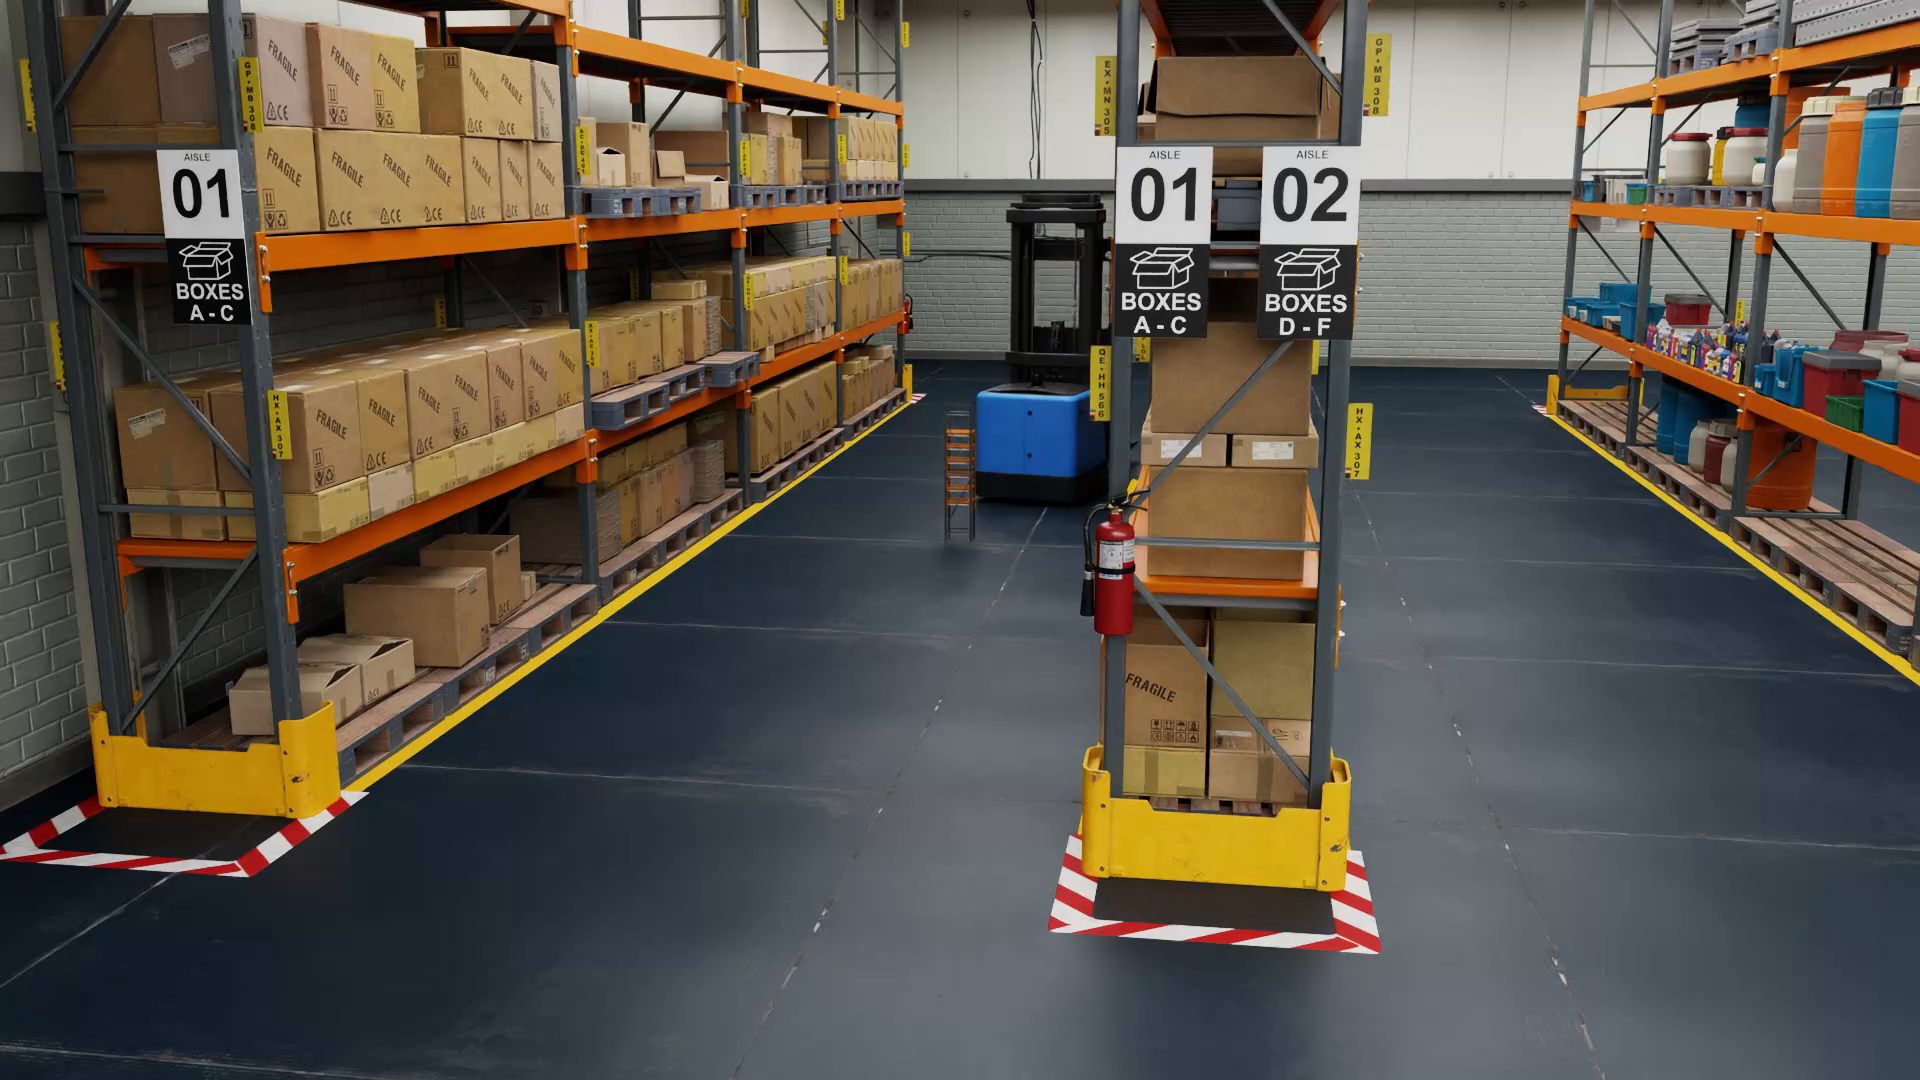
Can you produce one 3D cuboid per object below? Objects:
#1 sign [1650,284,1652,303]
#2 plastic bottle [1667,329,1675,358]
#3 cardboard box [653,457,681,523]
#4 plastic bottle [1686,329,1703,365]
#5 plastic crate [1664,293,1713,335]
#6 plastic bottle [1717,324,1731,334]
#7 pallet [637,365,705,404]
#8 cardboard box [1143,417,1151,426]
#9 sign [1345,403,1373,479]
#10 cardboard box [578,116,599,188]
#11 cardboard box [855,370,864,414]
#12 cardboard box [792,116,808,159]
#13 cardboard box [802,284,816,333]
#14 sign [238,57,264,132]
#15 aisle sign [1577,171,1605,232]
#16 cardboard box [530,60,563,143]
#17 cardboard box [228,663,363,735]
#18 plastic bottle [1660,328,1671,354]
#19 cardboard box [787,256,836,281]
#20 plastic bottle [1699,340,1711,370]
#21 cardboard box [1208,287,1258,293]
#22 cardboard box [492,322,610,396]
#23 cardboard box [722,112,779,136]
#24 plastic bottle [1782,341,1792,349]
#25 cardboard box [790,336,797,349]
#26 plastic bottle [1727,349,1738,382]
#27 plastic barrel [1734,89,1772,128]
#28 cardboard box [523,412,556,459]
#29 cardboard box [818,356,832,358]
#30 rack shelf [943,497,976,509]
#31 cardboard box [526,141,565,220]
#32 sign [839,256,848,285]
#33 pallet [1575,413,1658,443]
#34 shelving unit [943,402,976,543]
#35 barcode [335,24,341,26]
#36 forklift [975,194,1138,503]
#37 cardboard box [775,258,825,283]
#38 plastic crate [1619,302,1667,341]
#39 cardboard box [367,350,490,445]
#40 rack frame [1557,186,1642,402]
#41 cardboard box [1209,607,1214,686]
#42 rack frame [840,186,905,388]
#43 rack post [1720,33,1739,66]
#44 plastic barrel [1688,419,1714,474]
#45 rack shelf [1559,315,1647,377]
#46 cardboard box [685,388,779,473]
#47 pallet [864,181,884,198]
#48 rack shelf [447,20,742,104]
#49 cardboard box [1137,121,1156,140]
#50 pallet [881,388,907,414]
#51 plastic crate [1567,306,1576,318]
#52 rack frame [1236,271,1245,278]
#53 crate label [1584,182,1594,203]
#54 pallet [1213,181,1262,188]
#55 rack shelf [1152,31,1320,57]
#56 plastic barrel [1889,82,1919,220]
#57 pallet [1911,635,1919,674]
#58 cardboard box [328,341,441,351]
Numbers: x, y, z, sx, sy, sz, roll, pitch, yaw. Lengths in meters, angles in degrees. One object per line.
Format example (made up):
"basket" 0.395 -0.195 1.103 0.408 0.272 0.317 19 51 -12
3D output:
"sign" 9.050 -3.212 21.890 0.100 0.325 0.005 2 12 9
"plastic bottle" 7.275 -2.010 16.975 0.061 0.283 0.133 2 12 9
"cardboard box" -2.817 -0.436 14.286 0.700 0.500 0.500 2 12 8
"plastic bottle" 7.205 -1.891 16.266 0.144 0.351 0.185 2 12 9
"plastic crate" 8.274 -2.552 18.922 0.402 0.464 0.583 2 12 9
"plastic bottle" 8.148 -2.161 17.695 0.152 0.276 0.135 2 12 9
"pallet" -2.779 -1.295 13.838 1.003 0.211 1.213 2 12 9
"cardboard box" 1.059 -0.484 7.840 0.380 0.149 0.250 2 12 10
"sign" 1.697 -0.420 7.079 0.100 0.325 0.005 2 12 9
"cardboard box" -2.967 -2.801 12.018 0.500 0.500 0.500 4 13 17
"cardboard box" -1.603 -1.875 21.011 0.700 0.500 0.500 2 12 8
"cardboard box" -2.023 -4.802 19.876 0.500 0.500 0.500 2 12 8
"cardboard box" -1.876 -2.524 18.094 0.500 0.500 0.500 2 12 9
"sign" -3.210 -2.013 7.520 0.100 0.325 0.005 2 12 9
"aisle sign" 8.222 -4.442 21.815 0.394 0.787 0.004 2 12 9
"cardboard box" -2.940 -2.870 10.914 0.500 0.500 0.500 1 12 4
"cardboard box" -3.550 0.821 8.901 0.500 0.311 0.500 0 12 2
"plastic bottle" 7.340 -2.068 17.273 0.097 0.271 0.097 0 12 0
"cardboard box" -1.719 -3.100 18.988 0.500 0.250 0.500 2 12 10
"plastic bottle" 7.090 -1.760 15.818 0.061 0.283 0.133 2 12 9
"cardboard box" 1.549 -1.191 9.583 0.700 0.500 0.500 2 12 9
"cardboard box" -3.019 -1.338 12.302 0.700 0.500 0.500 2 12 9
"cardboard box" -2.235 -4.438 17.783 0.500 0.250 0.500 1 12 7
"plastic bottle" 7.882 -1.762 15.853 0.097 0.271 0.097 0 12 0
"cardboard box" -1.963 -2.124 17.780 0.380 0.149 0.250 2 12 10
"plastic bottle" 6.950 -1.570 14.937 0.061 0.283 0.133 2 12 9
"plastic barrel" 7.778 -3.870 16.026 0.600 0.901 0.708 2 12 9
"cardboard box" -2.989 -0.694 10.903 0.500 0.250 0.500 2 12 9
"cardboard box" -1.744 -2.281 21.356 0.380 0.149 0.250 2 12 9
"rack shelf" -0.002 -0.305 14.413 0.258 0.103 0.180 2 12 9
"cardboard box" -2.964 -2.381 11.017 0.500 0.500 0.500 2 12 10
"sign" -1.362 -3.147 19.414 0.100 0.325 0.005 2 12 9
"pallet" 8.149 -1.360 20.302 1.003 0.211 1.213 2 12 9
"shelving unit" -0.002 -0.584 14.353 0.258 1.200 0.189 2 12 9
"barcode" -3.769 -3.089 10.079 0.001 0.075 0.075 2 12 9
"forklift" 1.141 -2.053 17.061 1.130 2.935 3.031 5 13 20
"cardboard box" -1.807 -2.994 18.495 0.500 0.250 0.500 2 12 10
"plastic crate" 7.624 -2.444 18.608 0.392 0.384 0.575 2 12 9
"cardboard box" -3.136 -0.847 9.834 0.500 0.500 0.500 2 12 10
"rack frame" 8.504 -3.147 21.974 1.000 3.000 0.127 2 12 9
"cardboard box" 1.591 0.482 8.887 0.500 0.500 0.500 2 12 9
"rack frame" -1.285 -3.468 23.464 1.000 3.000 0.127 2 12 9
"rack post" 7.703 -4.577 15.557 0.937 0.300 0.954 3 13 15
"plastic barrel" 7.504 -0.928 16.590 0.421 0.512 0.421 0 12 0
"rack shelf" 8.197 -2.379 20.118 1.077 0.370 4.000 2 12 9
"cardboard box" -2.273 -1.106 16.609 0.750 0.750 0.750 2 12 8
"pallet" -1.574 -4.481 21.257 1.003 0.211 1.213 2 12 9
"rack shelf" -2.823 -3.772 13.291 1.077 0.370 4.000 2 12 9
"cardboard box" 1.066 -1.892 8.061 0.500 0.250 0.500 2 12 9
"pallet" -1.331 -1.935 22.974 1.003 0.211 1.213 2 12 9
"plastic crate" 8.010 -2.942 21.510 0.250 0.136 0.298 2 12 9
"rack frame" 2.380 -1.643 14.995 1.000 3.000 0.127 2 12 9
"crate label" 8.043 -4.359 20.832 0.408 0.251 0.502 2 12 9
"pallet" 1.469 -1.801 8.822 1.003 0.211 1.213 2 12 9
"rack shelf" 2.072 -3.612 12.549 1.077 0.370 4.000 2 12 9
"plastic barrel" 6.623 -2.609 11.170 0.600 0.901 0.600 0 12 0
"pallet" 6.514 0.853 10.035 1.003 0.211 1.213 2 12 9
"cardboard box" -3.575 -0.971 10.405 0.500 0.500 0.500 2 12 10
